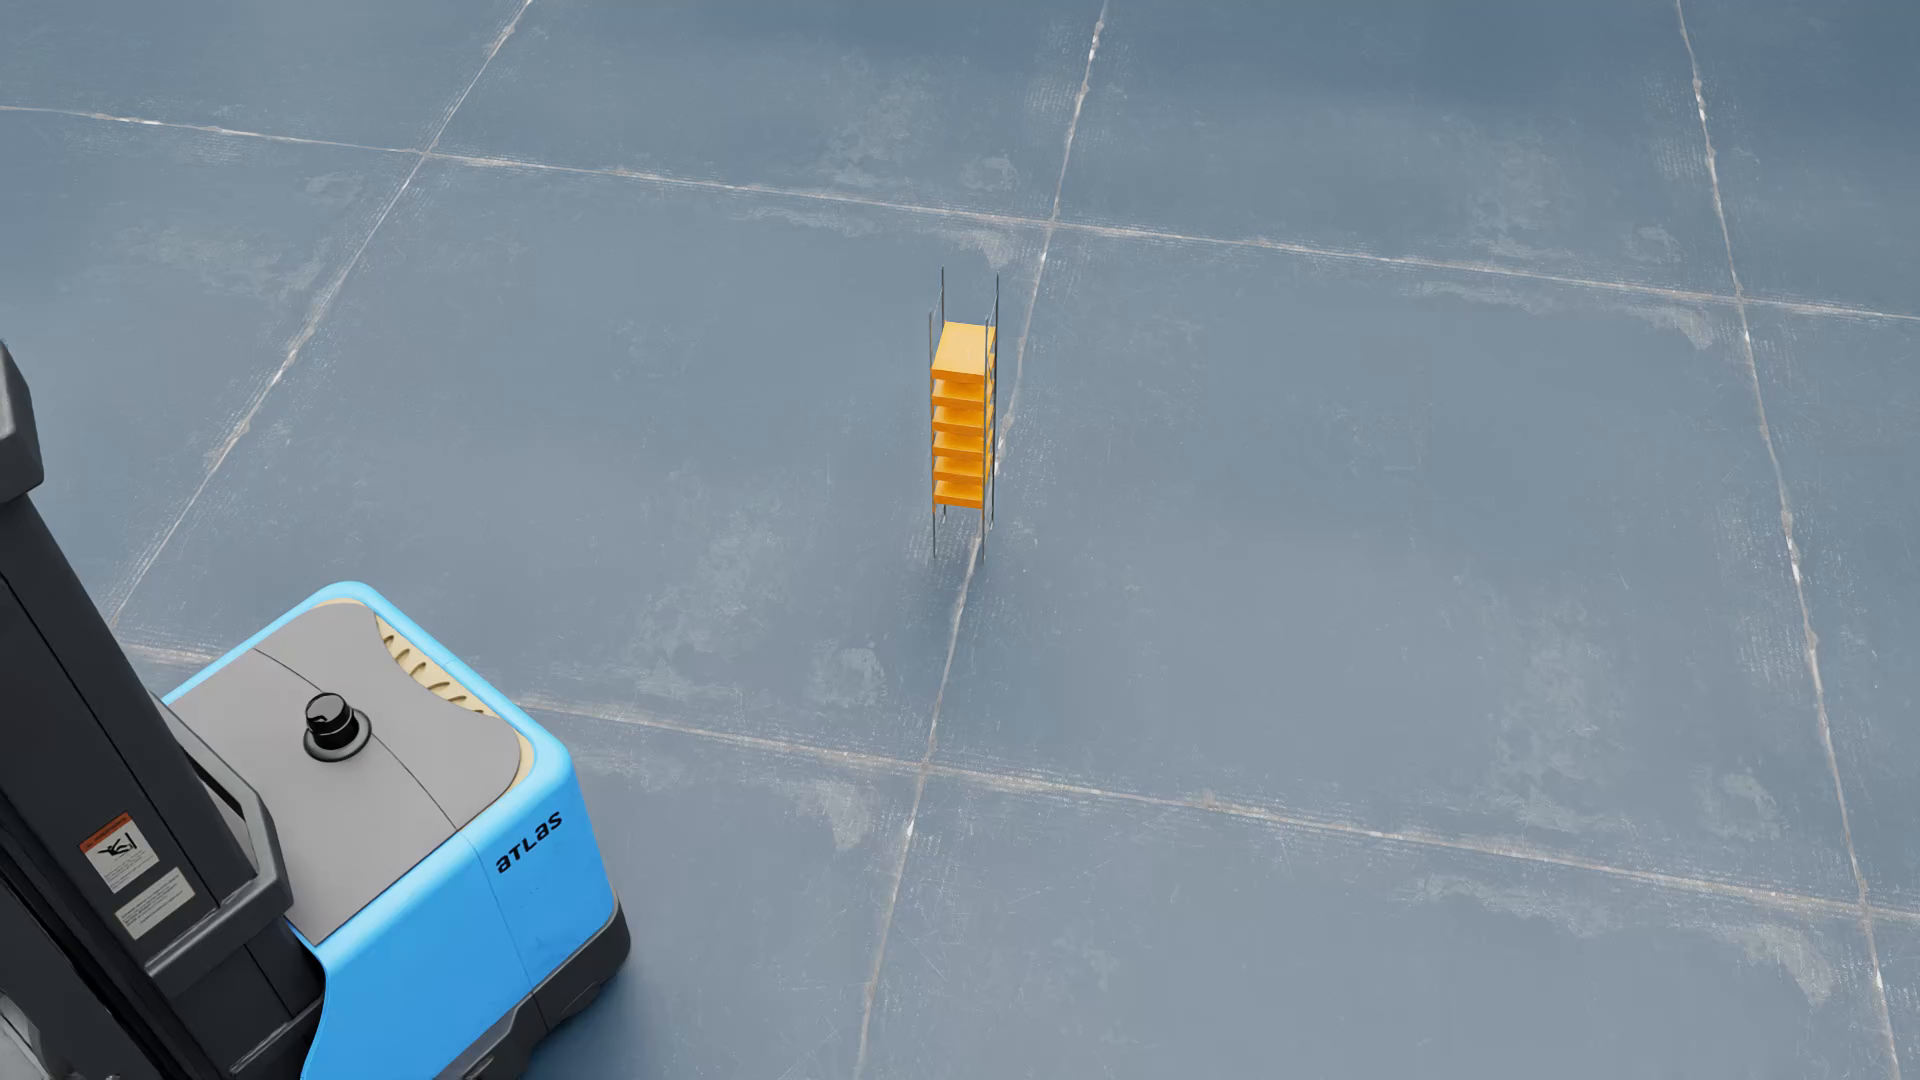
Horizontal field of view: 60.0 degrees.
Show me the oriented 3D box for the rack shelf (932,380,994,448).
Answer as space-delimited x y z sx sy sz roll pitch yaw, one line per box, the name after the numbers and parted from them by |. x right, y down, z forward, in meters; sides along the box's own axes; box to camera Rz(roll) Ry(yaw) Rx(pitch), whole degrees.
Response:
0.014 -0.450 5.746 0.180 0.103 0.258 8 49 7 | rack shelf

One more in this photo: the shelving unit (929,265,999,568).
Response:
0.014 -0.399 5.802 0.189 1.200 0.258 8 49 7 | shelving unit

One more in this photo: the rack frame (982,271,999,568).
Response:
0.104 -0.387 5.791 0.006 1.200 0.240 8 49 7 | rack frame

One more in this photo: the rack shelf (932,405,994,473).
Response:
0.014 -0.369 5.835 0.180 0.103 0.258 8 49 7 | rack shelf

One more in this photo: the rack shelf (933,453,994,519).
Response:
0.014 -0.209 6.014 0.180 0.103 0.258 8 49 7 | rack shelf

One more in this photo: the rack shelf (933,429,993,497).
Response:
0.014 -0.289 5.924 0.180 0.103 0.258 8 49 7 | rack shelf

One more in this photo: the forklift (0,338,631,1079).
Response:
-2.339 0.895 3.475 1.130 2.935 3.031 32 56 26 | forklift

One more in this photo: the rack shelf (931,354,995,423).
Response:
0.014 -0.530 5.657 0.180 0.103 0.258 8 49 7 | rack shelf

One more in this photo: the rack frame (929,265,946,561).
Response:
-0.076 -0.411 5.813 0.006 1.200 0.240 8 49 7 | rack frame

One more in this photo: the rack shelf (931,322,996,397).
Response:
0.014 -0.610 5.567 0.180 0.103 0.258 8 49 7 | rack shelf
